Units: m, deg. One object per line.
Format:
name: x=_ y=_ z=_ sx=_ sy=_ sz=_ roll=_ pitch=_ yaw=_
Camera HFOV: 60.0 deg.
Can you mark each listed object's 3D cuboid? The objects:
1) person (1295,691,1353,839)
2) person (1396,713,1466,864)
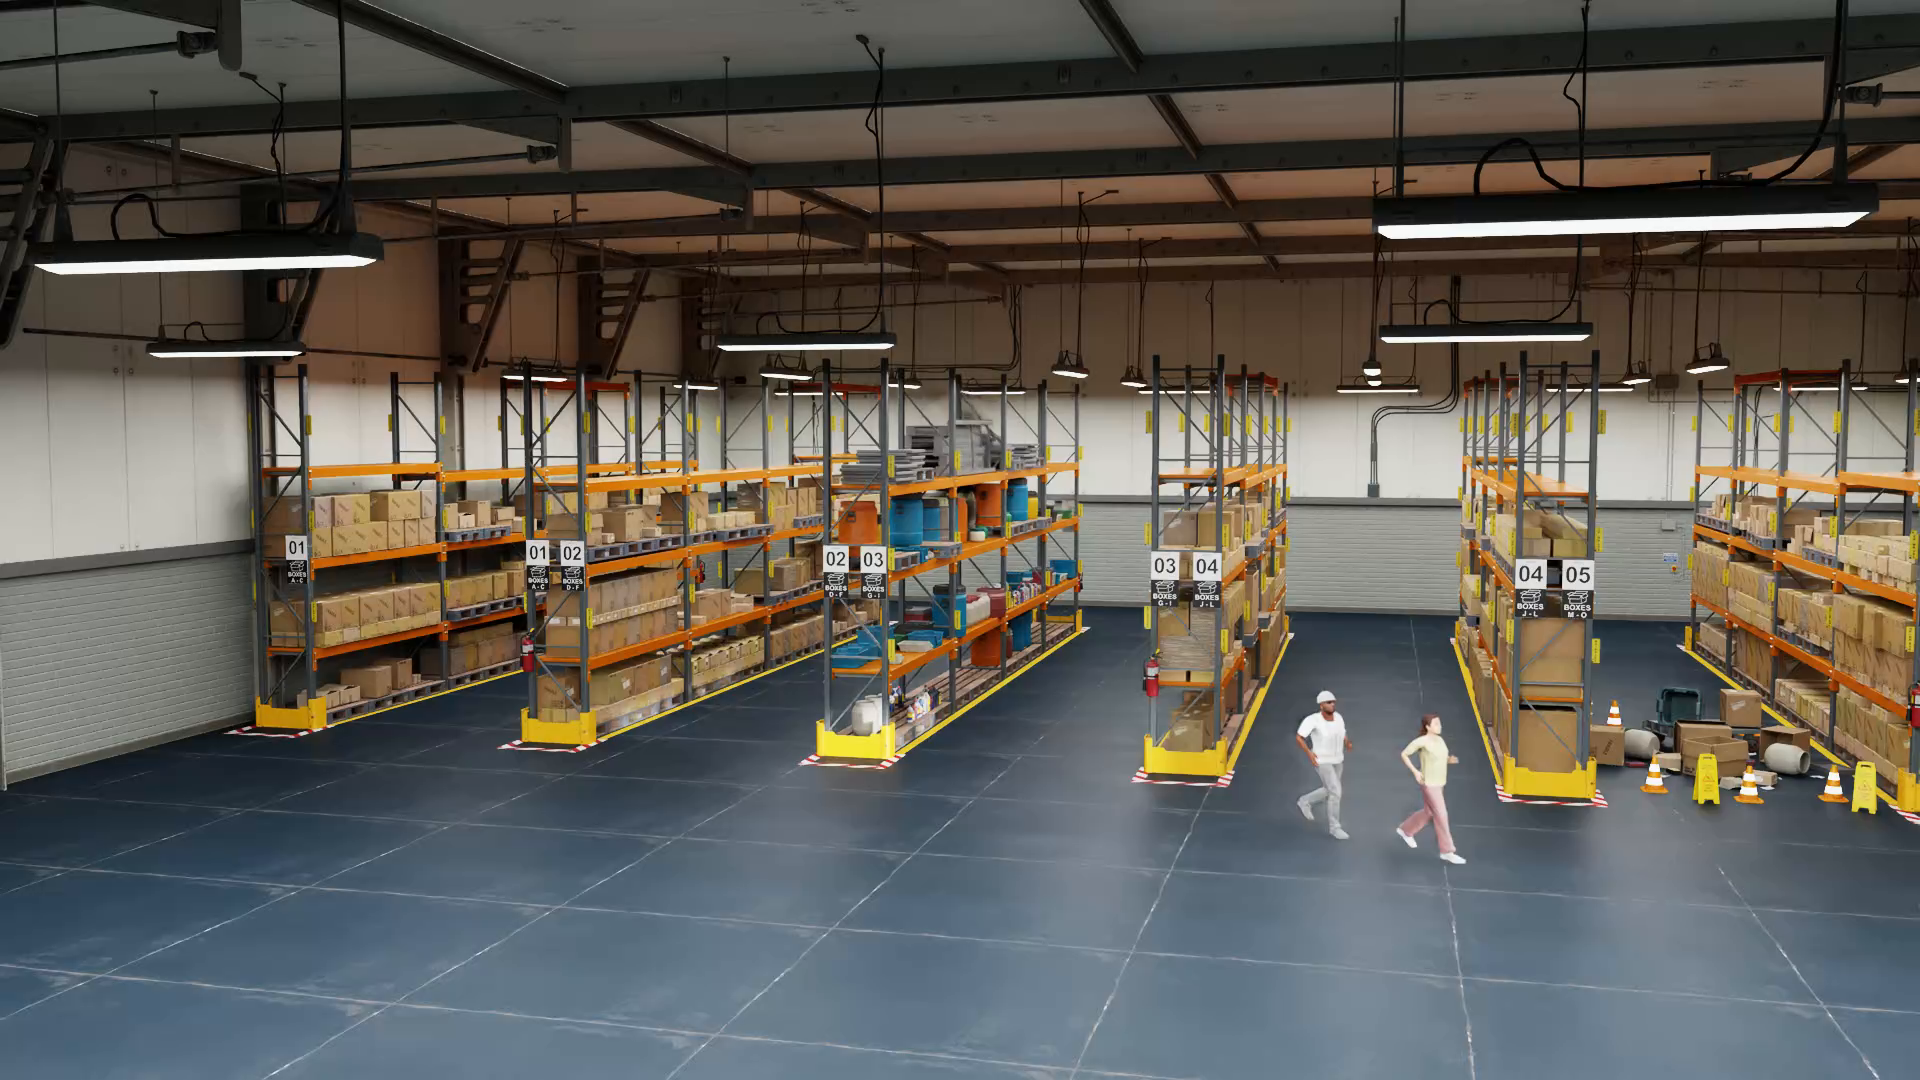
person: x=4.485 y=2.724 z=20.412 sx=0.690 sy=1.766 sz=0.844 roll=-3 pitch=5 yaw=-34
person: x=5.431 y=2.819 z=19.155 sx=0.571 sy=1.657 sz=0.968 roll=-4 pitch=5 yaw=-42
